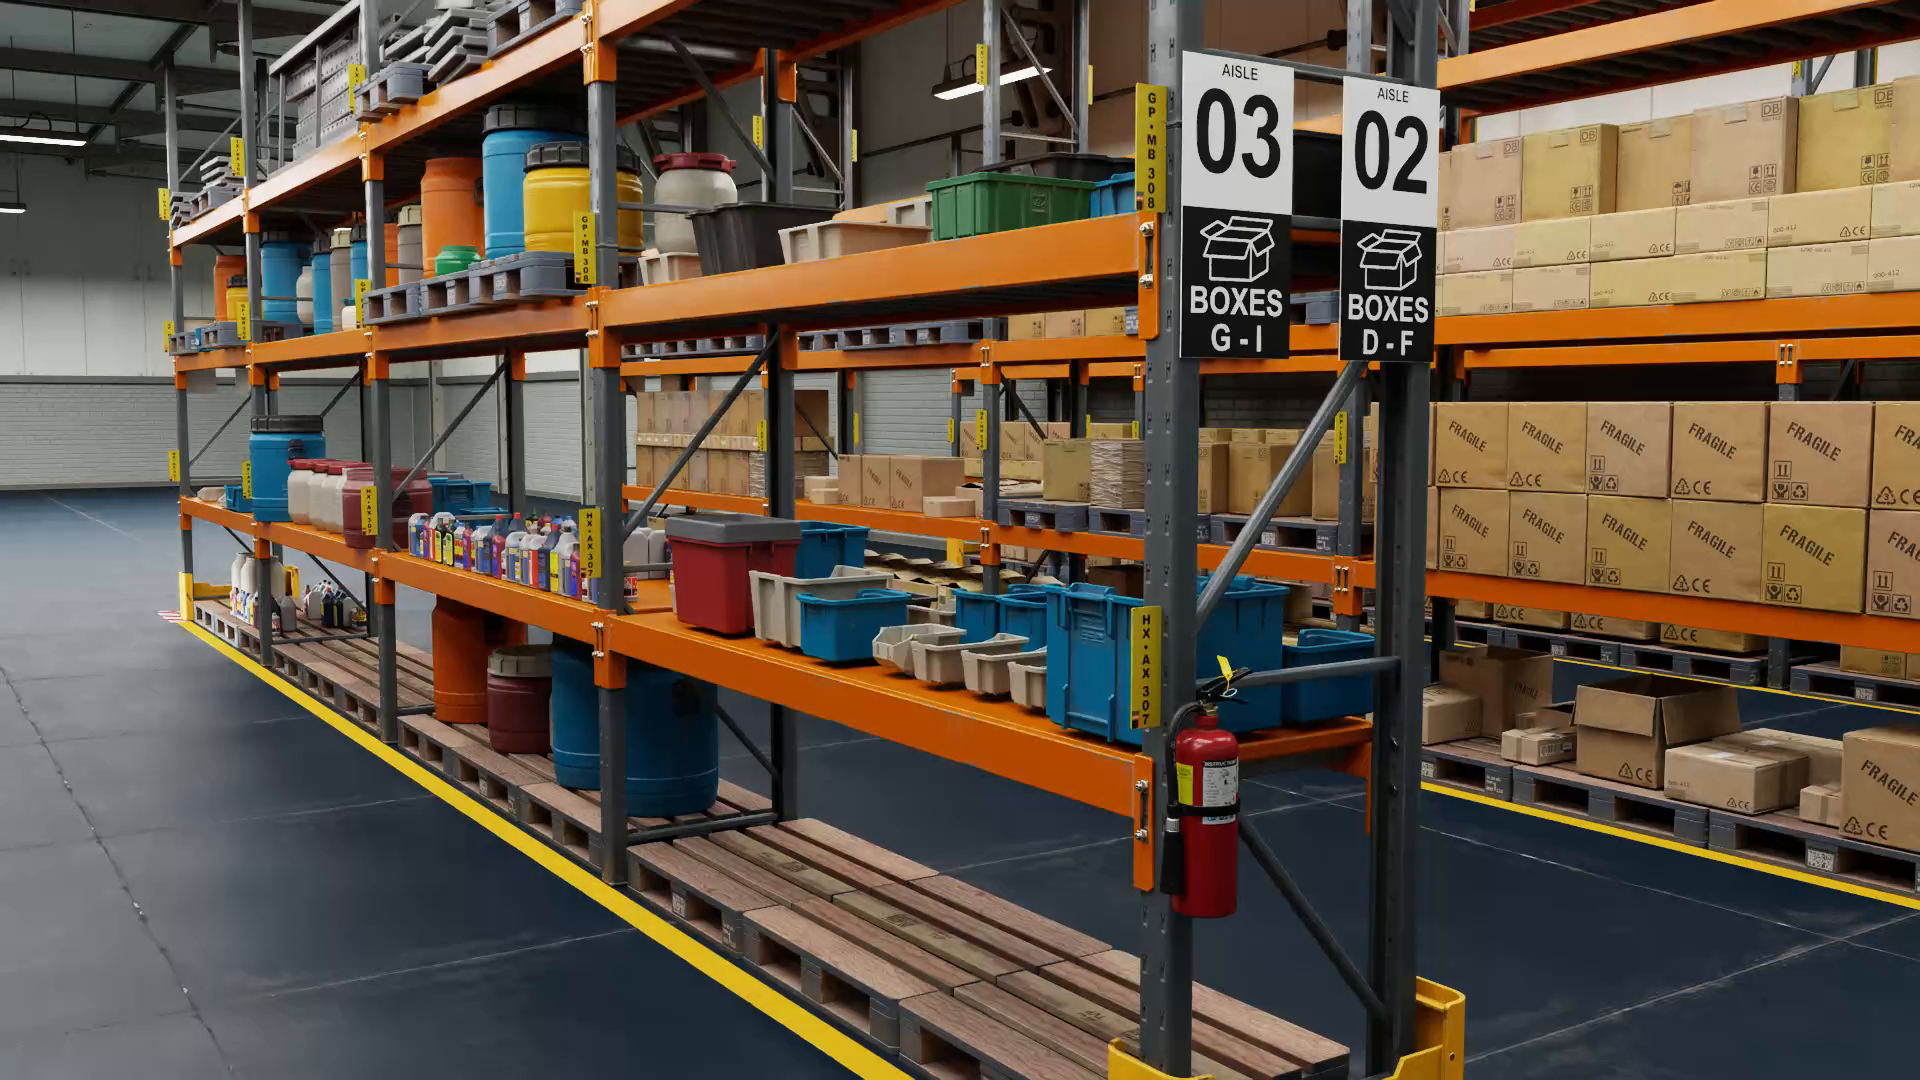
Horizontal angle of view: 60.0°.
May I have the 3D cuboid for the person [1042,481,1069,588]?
[{"bbox_3d":[1.151,-0.119,18.857,0.458,1.761,0.628,-3,6,-33],"label":"person"}]
